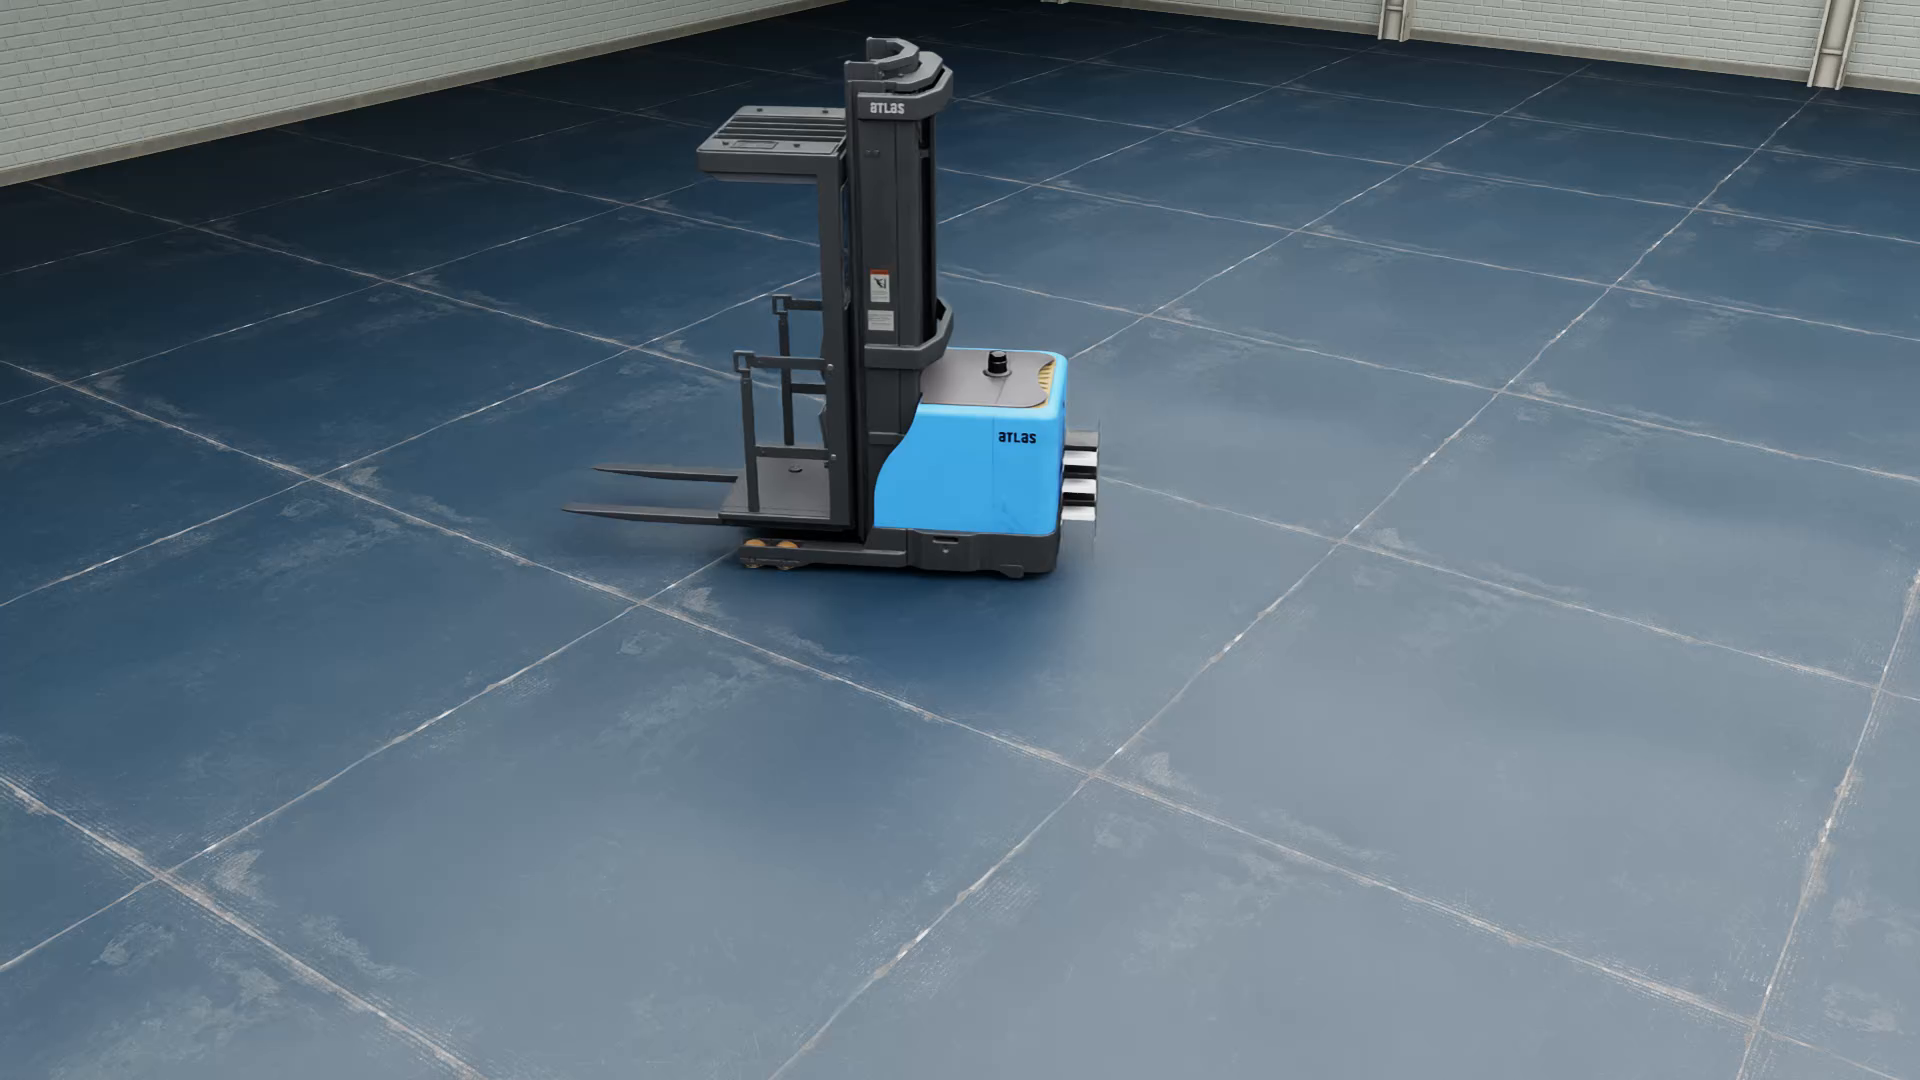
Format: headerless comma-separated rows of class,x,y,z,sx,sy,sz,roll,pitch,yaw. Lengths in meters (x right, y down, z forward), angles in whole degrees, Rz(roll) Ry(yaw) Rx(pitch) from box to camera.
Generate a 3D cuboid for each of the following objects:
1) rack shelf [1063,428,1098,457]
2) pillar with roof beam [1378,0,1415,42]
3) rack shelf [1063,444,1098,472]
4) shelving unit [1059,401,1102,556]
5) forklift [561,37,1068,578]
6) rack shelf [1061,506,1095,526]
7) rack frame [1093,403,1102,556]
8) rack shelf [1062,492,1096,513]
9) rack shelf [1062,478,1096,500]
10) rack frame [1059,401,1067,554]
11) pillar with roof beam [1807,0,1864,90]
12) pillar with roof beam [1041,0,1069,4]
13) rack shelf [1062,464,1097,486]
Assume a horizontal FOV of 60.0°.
rack shelf,0.722,-0.575,9.866,0.200,0.077,0.258,3,27,6
pillar with roof beam,4.121,-9.980,19.939,0.400,9.000,9.100,17,32,30
rack shelf,0.722,-0.495,9.907,0.200,0.077,0.258,3,27,6
shelving unit,0.722,-0.364,9.974,0.210,0.900,0.258,3,27,6
forklift,-0.889,-1.362,9.696,3.031,2.935,1.130,3,27,6
rack shelf,0.722,-0.174,10.070,0.200,0.077,0.258,3,27,6
rack frame,0.823,-0.359,9.963,0.006,0.900,0.240,3,27,6
rack shelf,0.722,-0.254,10.030,0.200,0.077,0.258,3,27,6
rack shelf,0.722,-0.335,9.989,0.200,0.077,0.258,3,27,6
rack frame,0.621,-0.370,9.985,0.006,0.900,0.240,3,27,6
pillar with roof beam,9.067,-8.439,16.912,0.400,9.000,9.100,17,32,30
pillar with roof beam,-0.825,-11.521,22.967,0.400,9.000,9.100,17,32,30
rack shelf,0.722,-0.415,9.948,0.200,0.077,0.258,3,27,6
